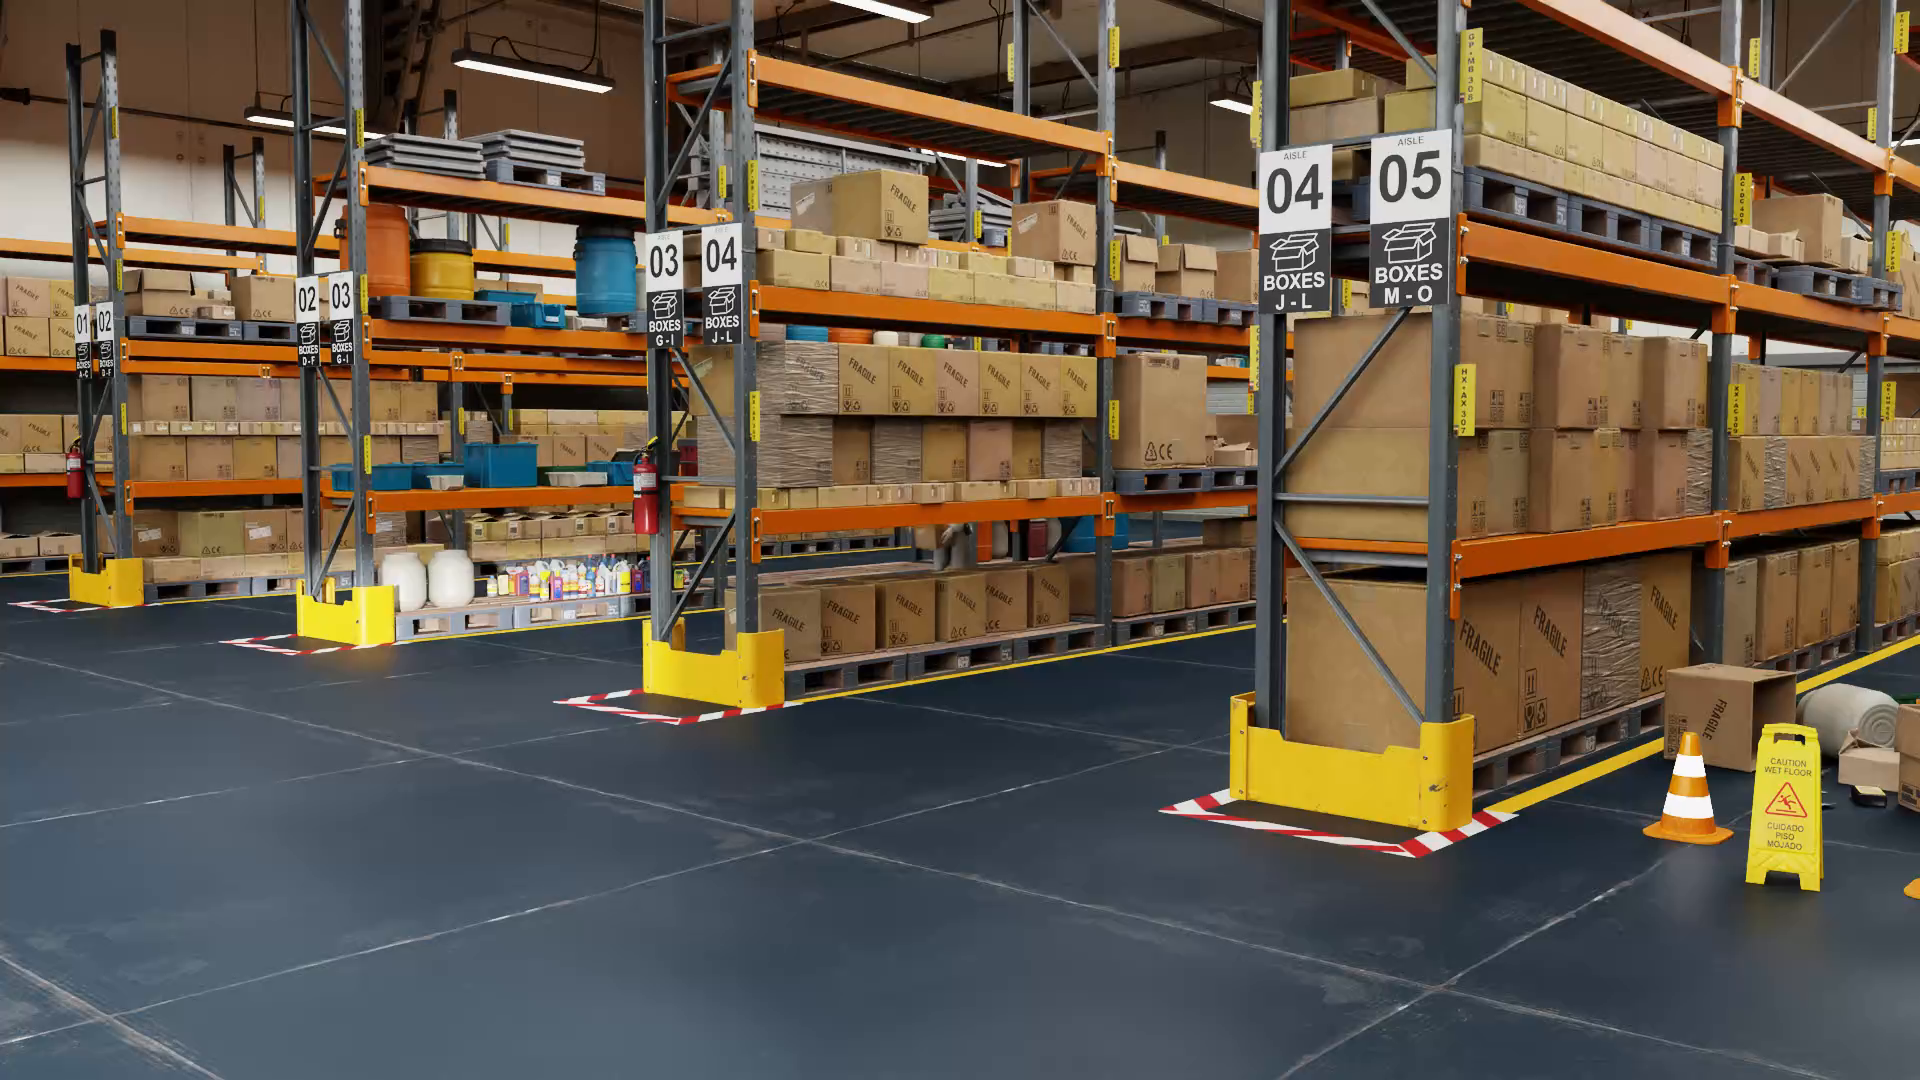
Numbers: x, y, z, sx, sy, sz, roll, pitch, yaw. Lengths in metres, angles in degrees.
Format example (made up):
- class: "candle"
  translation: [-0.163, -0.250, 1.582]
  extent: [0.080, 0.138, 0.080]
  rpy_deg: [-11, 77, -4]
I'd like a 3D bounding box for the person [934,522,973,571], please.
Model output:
- class: "person"
  translation: [-0.109, -0.024, 15.637]
  extent: [0.494, 1.690, 0.464]
  rpy_deg: [3, 5, 40]
